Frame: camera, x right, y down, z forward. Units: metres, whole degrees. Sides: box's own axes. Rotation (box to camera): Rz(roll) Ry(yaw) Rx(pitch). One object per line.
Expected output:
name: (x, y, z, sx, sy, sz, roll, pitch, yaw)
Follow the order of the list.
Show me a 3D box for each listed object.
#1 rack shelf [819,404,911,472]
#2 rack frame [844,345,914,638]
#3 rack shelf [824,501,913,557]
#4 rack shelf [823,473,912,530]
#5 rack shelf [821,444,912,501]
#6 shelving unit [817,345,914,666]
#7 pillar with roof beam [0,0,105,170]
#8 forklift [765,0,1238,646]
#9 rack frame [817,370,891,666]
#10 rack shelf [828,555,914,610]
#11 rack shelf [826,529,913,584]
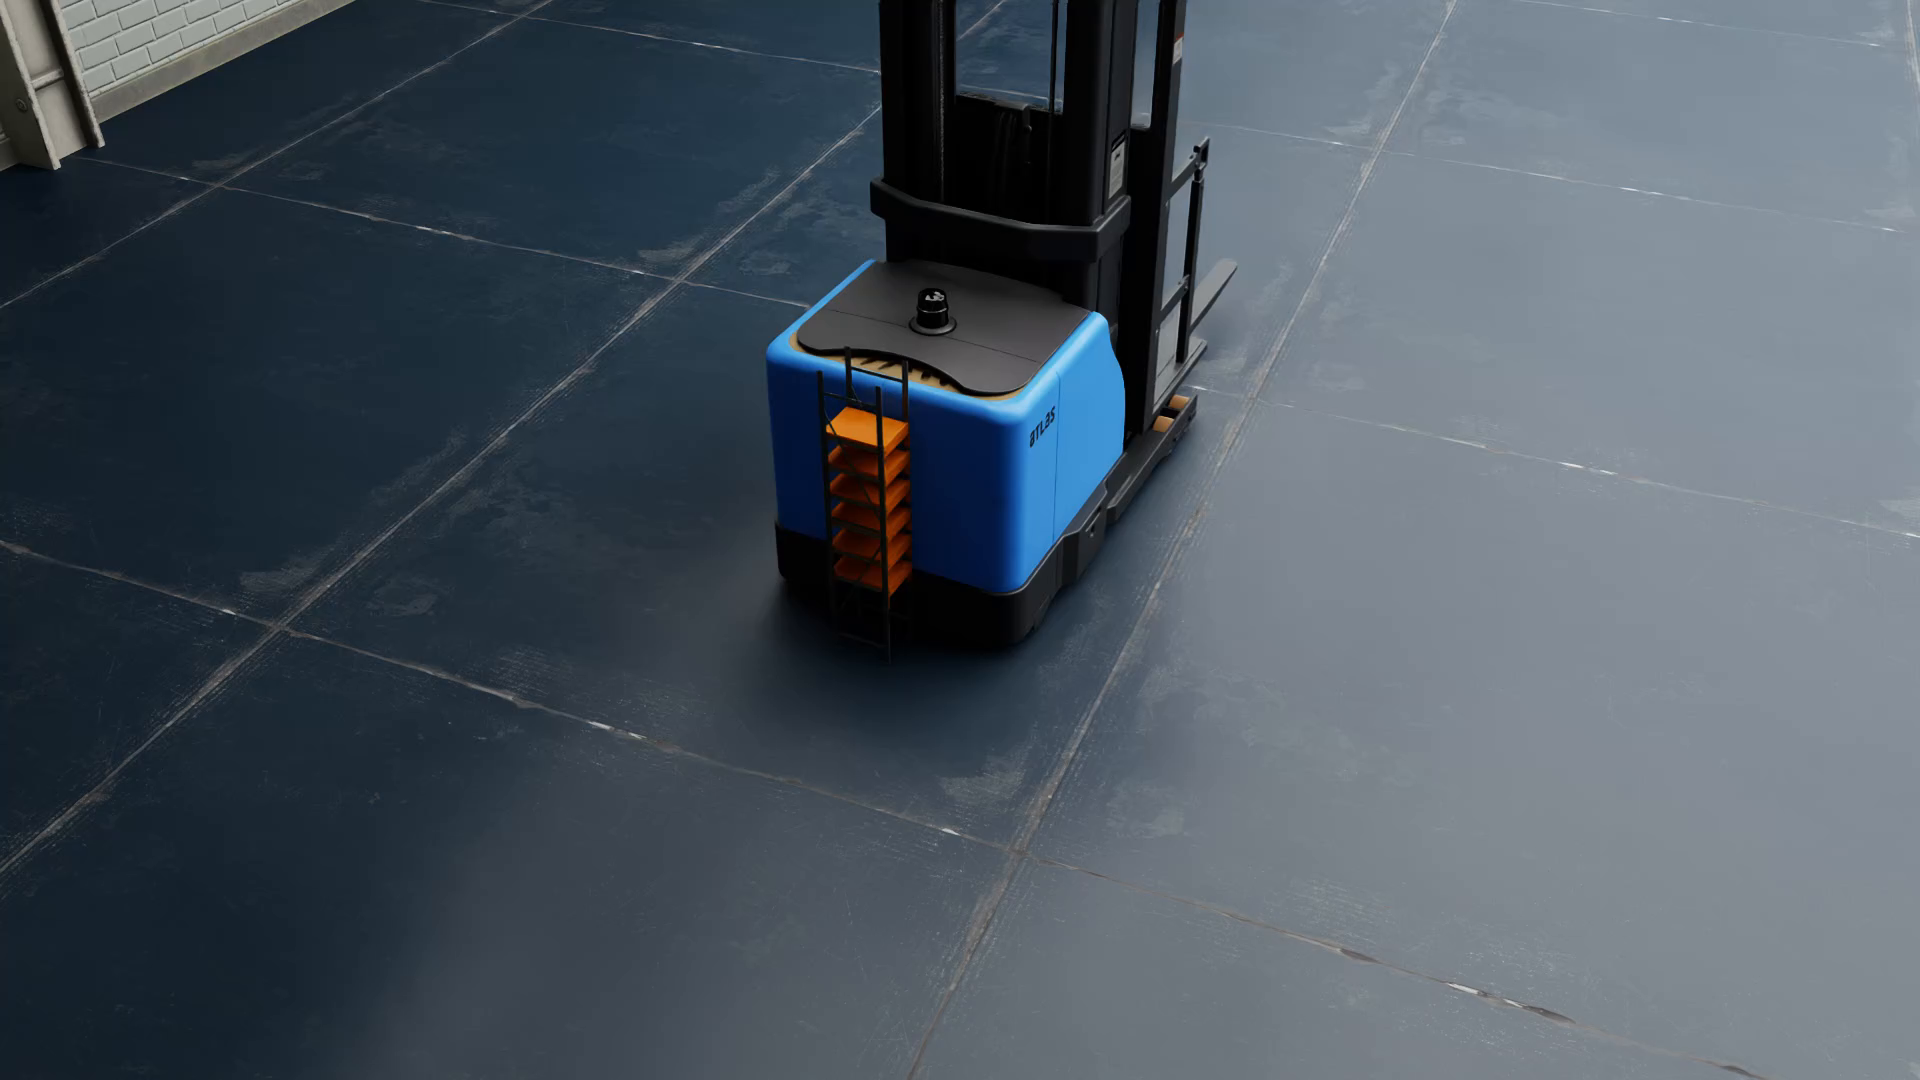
rack shelf: (-0.324, -0.350, 5.689, 0.258, 0.103, 0.180, 17, 40, 21)
rack frame: (-0.283, -0.146, 5.943, 0.240, 1.200, 0.006, 17, 40, 21)
rack shelf: (-0.324, -0.062, 5.904, 0.258, 0.103, 0.180, 17, 40, 21)
rack shelf: (-0.324, -0.158, 5.833, 0.258, 0.103, 0.180, 17, 40, 21)
rack shelf: (-0.324, -0.254, 5.761, 0.258, 0.103, 0.180, 17, 40, 21)
shelving unit: (-0.324, -0.097, 5.878, 0.258, 1.200, 0.189, 17, 40, 21)
pillar with roof beam: (-1.322, -4.906, 5.798, 9.100, 9.000, 0.400, 14, 39, 18)
forklift: (0.399, -1.655, 6.516, 1.130, 2.935, 3.031, 17, 40, 21)
rack frame: (-0.364, -0.048, 5.812, 0.240, 1.200, 0.006, 17, 40, 21)
rack shelf: (-0.324, 0.131, 6.048, 0.258, 0.103, 0.180, 17, 40, 21)
rack shelf: (-0.324, 0.035, 5.976, 0.258, 0.103, 0.180, 17, 40, 21)
